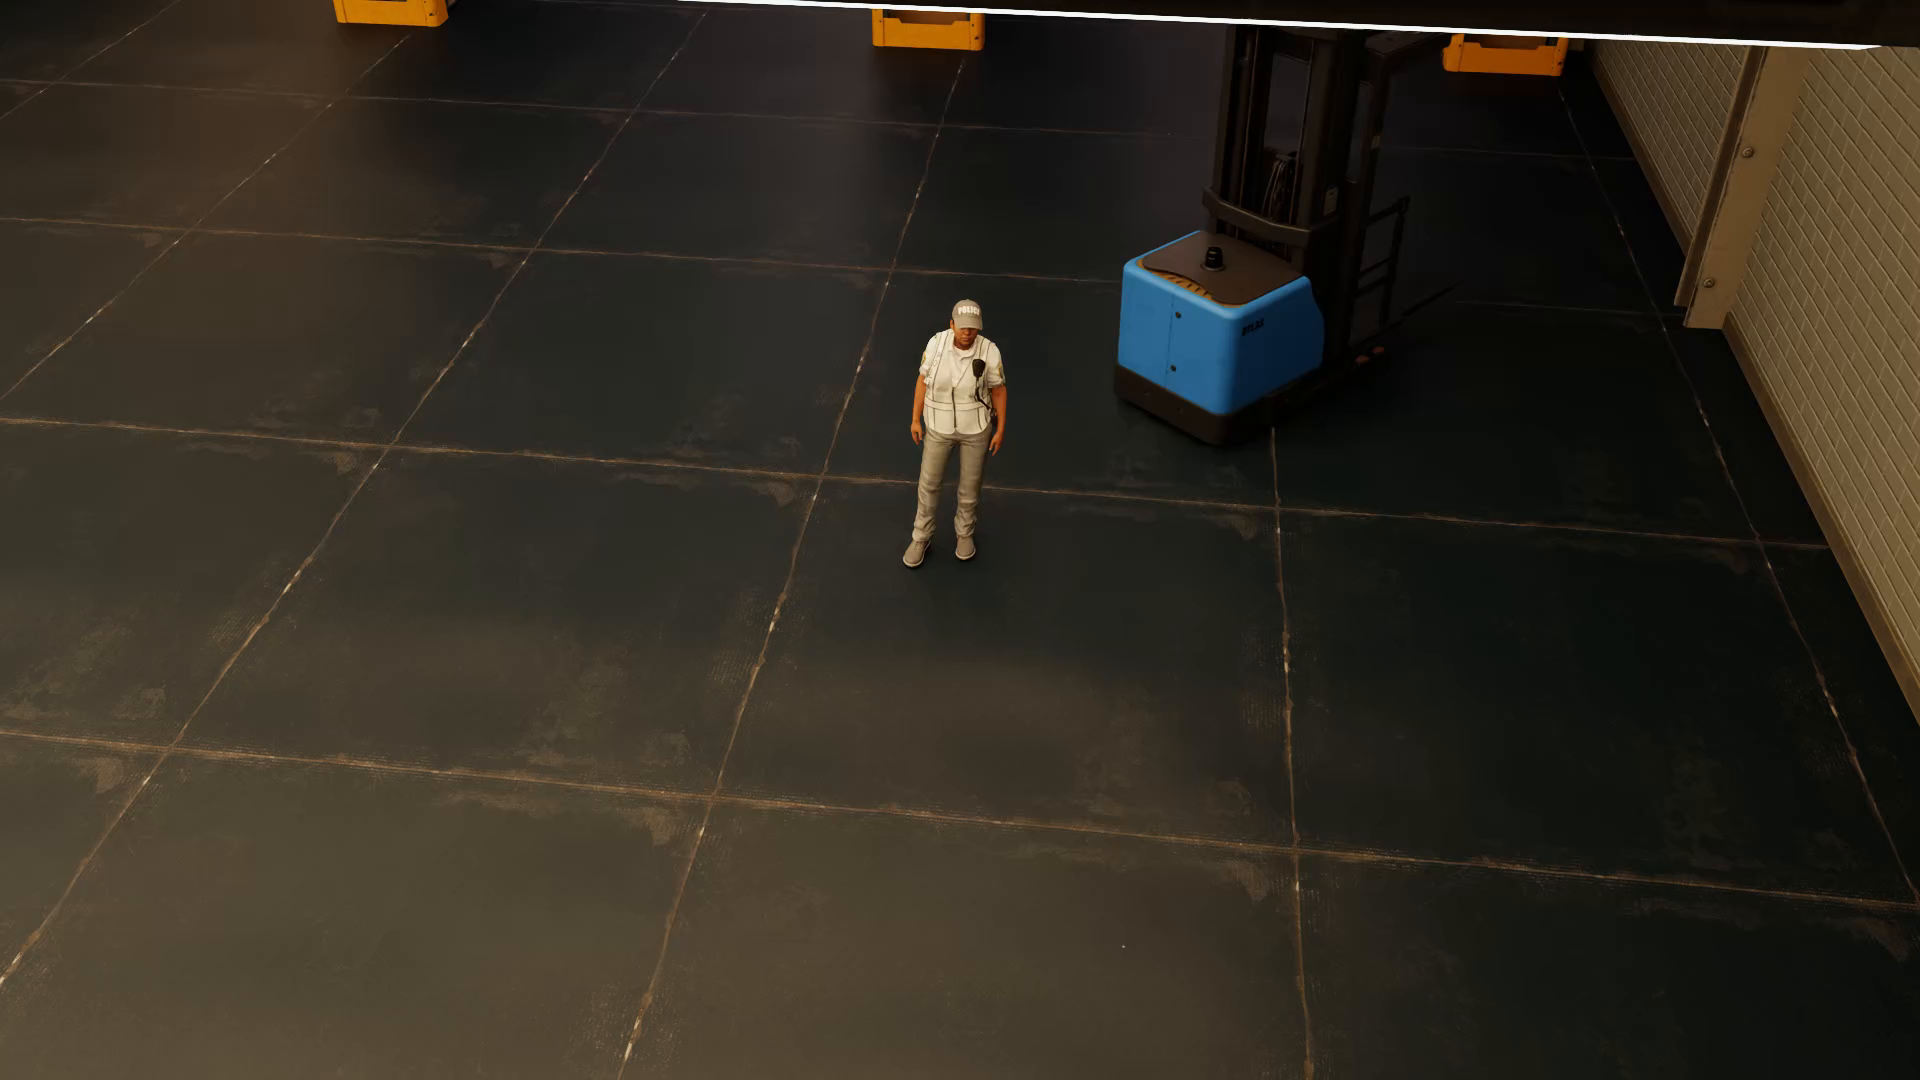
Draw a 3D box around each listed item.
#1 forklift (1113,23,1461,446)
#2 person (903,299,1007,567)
[{"bbox_3d":[2.524,-2.562,11.506,3.031,2.935,1.130,-28,45,-33],"label":"forklift"},{"bbox_3d":[-0.032,-0.633,9.942,0.597,1.670,0.529,4,37,6],"label":"person"}]
